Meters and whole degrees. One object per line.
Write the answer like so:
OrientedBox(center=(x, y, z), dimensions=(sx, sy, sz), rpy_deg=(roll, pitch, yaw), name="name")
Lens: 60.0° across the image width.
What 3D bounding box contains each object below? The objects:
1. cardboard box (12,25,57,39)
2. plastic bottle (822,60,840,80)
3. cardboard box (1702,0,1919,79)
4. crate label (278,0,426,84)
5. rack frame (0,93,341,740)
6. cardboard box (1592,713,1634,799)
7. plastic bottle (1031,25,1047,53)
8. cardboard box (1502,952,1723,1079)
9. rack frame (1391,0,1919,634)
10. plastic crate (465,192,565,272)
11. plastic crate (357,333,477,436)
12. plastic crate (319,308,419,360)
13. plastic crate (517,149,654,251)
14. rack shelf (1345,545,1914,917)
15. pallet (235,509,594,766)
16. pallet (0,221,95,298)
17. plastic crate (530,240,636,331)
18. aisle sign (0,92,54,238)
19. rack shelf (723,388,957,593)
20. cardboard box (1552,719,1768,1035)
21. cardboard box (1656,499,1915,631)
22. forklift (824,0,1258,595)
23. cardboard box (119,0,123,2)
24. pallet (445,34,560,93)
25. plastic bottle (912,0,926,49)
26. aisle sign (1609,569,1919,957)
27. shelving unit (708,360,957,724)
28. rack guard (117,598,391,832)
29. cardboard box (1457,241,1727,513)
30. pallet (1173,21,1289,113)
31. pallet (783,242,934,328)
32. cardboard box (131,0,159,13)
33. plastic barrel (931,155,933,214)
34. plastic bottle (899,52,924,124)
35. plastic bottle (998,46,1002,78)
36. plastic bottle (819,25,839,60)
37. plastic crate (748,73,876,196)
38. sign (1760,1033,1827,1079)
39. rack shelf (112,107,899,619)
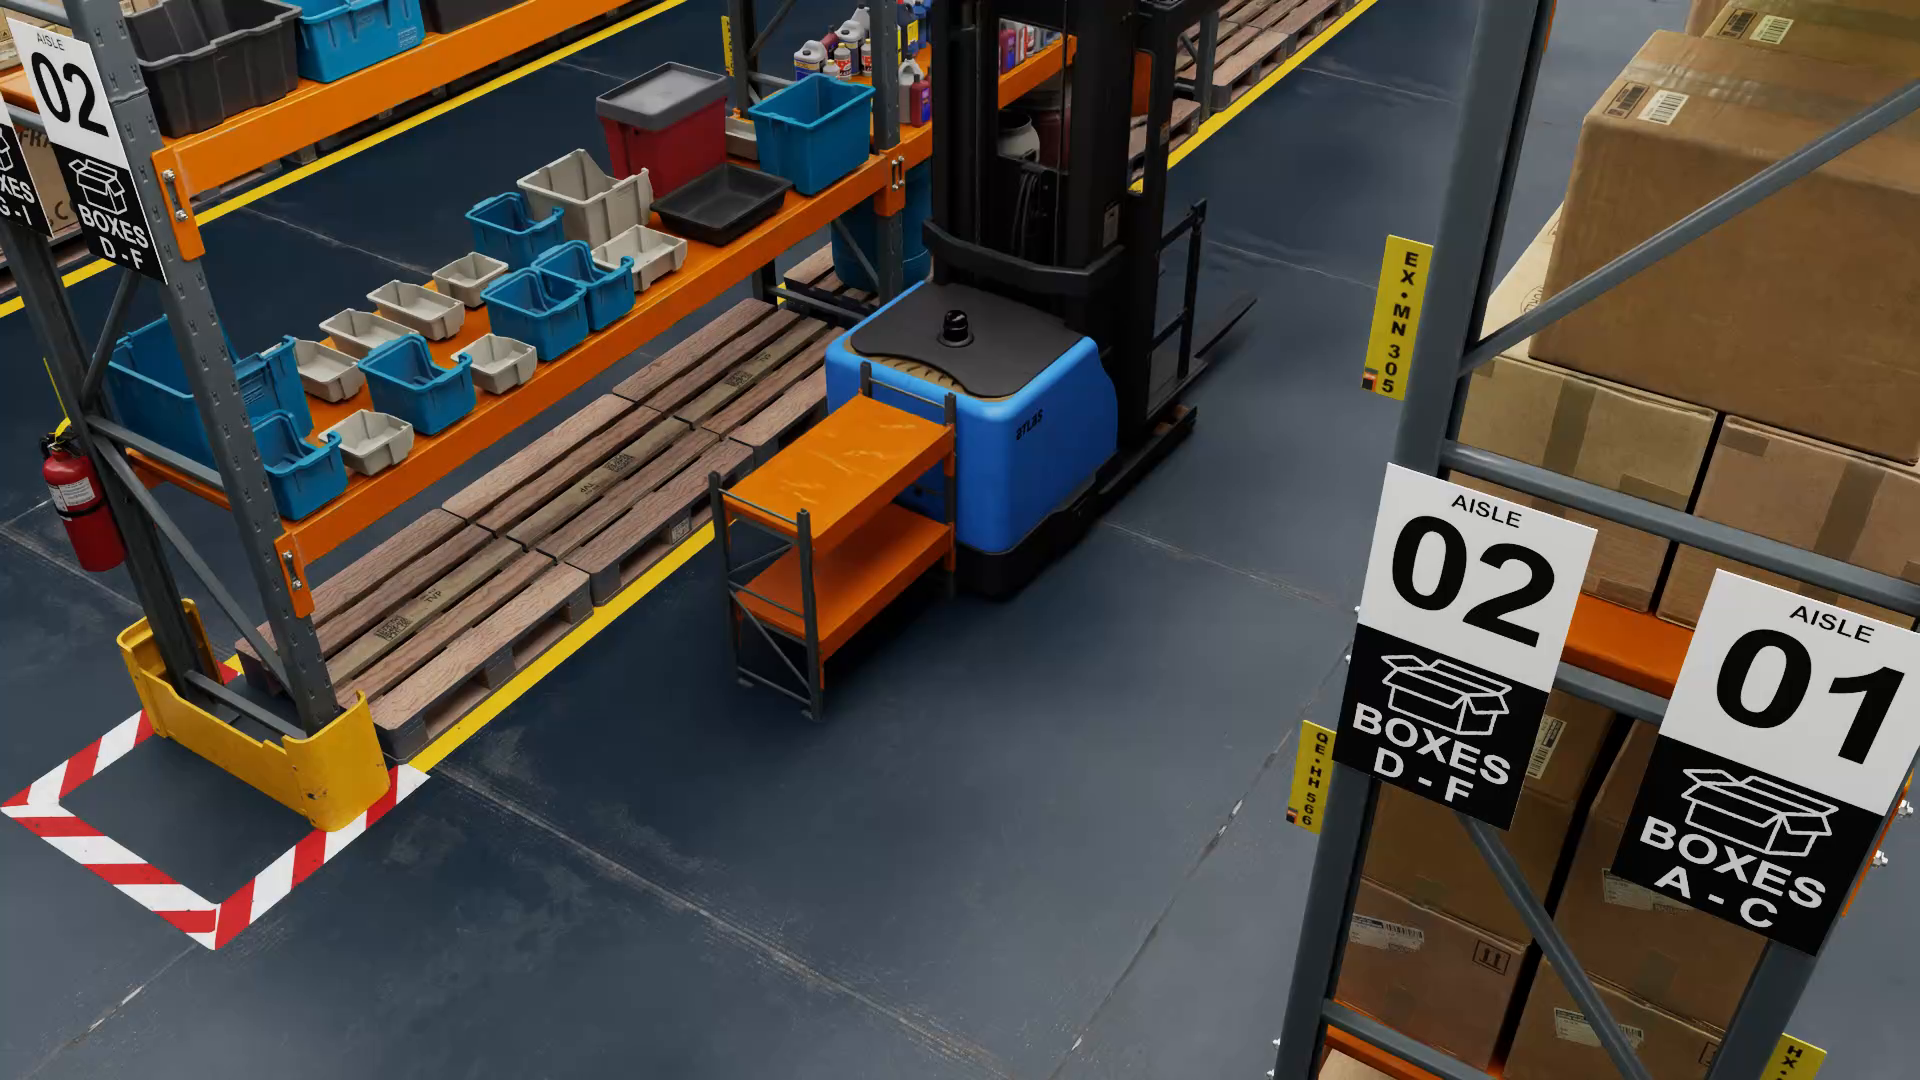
OrientedBox(center=(-5.523, -2.953, 9.768), dimensions=(0.380, 0.149, 0.250), rpy_deg=(20, 42, 24), name="cardboard box")
OrientedBox(center=(-0.712, -2.558, 9.214), dimensions=(0.097, 0.201, 0.097), rpy_deg=(0, 38, 0), name="plastic bottle")
OrientedBox(center=(1.872, -0.799, 3.411), dimensions=(0.700, 0.500, 0.500), rpy_deg=(21, 42, 25), name="cardboard box")
OrientedBox(center=(-2.142, -1.796, 5.727), dimensions=(0.408, 0.251, 0.502), rpy_deg=(21, 42, 25), name="crate label")
OrientedBox(center=(-2.909, -0.297, 6.118), dimensions=(1.000, 3.000, 0.127), rpy_deg=(21, 42, 25), name="rack frame")
OrientedBox(center=(1.548, 0.310, 4.430), dimensions=(0.500, 0.500, 0.500), rpy_deg=(22, 43, 26), name="cardboard box")
OrientedBox(center=(0.424, -3.021, 9.753), dimensions=(0.152, 0.276, 0.135), rpy_deg=(21, 42, 25), name="plastic bottle")
OrientedBox(center=(1.732, 1.143, 4.168), dimensions=(0.500, 0.500, 0.500), rpy_deg=(22, 43, 26), name="cardboard box")
OrientedBox(center=(1.272, -1.051, 2.182), dimensions=(1.000, 3.000, 0.127), rpy_deg=(21, 42, 25), name="rack frame")
OrientedBox(center=(-2.025, -1.397, 7.633), dimensions=(0.416, 0.233, 0.300), rpy_deg=(21, 42, 25), name="plastic crate")
OrientedBox(center=(-2.146, -0.613, 6.616), dimensions=(0.416, 0.233, 0.300), rpy_deg=(21, 42, 25), name="plastic crate")
OrientedBox(center=(-2.457, -0.840, 6.990), dimensions=(0.396, 0.136, 0.243), rpy_deg=(21, 42, 25), name="plastic crate")
OrientedBox(center=(-1.739, -1.609, 7.868), dimensions=(0.437, 0.282, 0.530), rpy_deg=(21, 42, 25), name="plastic crate")
OrientedBox(center=(2.343, -0.609, 4.655), dimensions=(1.077, 0.370, 4.000), rpy_deg=(21, 42, 25), name="rack shelf")
OrientedBox(center=(-2.434, 0.395, 7.504), dimensions=(1.003, 0.211, 1.213), rpy_deg=(21, 42, 25), name="pallet")
OrientedBox(center=(-6.074, -1.877, 10.451), dimensions=(1.003, 0.211, 1.213), rpy_deg=(21, 42, 25), name="pallet")
OrientedBox(center=(-1.632, -1.107, 7.257), dimensions=(0.416, 0.233, 0.300), rpy_deg=(21, 42, 25), name="plastic crate")
OrientedBox(center=(-3.195, -1.385, 5.400), dimensions=(0.394, 0.787, 0.004), rpy_deg=(21, 42, 25), name="aisle sign")
OrientedBox(center=(-0.516, -0.234, 7.093), dimensions=(0.538, 0.278, 1.000), rpy_deg=(23, 43, 26), name="rack shelf")
OrientedBox(center=(1.732, 0.747, 3.863), dimensions=(0.500, 0.500, 0.500), rpy_deg=(23, 43, 26), name="cardboard box")
OrientedBox(center=(1.762, 0.015, 3.379), dimensions=(0.500, 0.250, 0.500), rpy_deg=(21, 42, 25), name="cardboard box")
OrientedBox(center=(0.608, -1.767, 8.081), dimensions=(1.130, 2.935, 3.031), rpy_deg=(23, 43, 26), name="forklift")
OrientedBox(center=(-5.238, -3.456, 10.095), dimensions=(0.500, 0.250, 0.500), rpy_deg=(22, 43, 26), name="cardboard box")
OrientedBox(center=(-3.945, -3.929, 13.113), dimensions=(1.003, 0.211, 1.213), rpy_deg=(21, 42, 25), name="pallet")
OrientedBox(center=(-0.246, -3.034, 9.774), dimensions=(0.097, 0.271, 0.097), rpy_deg=(0, 38, 0), name="plastic bottle")
OrientedBox(center=(1.483, 0.427, 3.049), dimensions=(0.394, 0.787, 0.004), rpy_deg=(21, 42, 25), name="aisle sign")
OrientedBox(center=(-0.516, -0.002, 7.271), dimensions=(0.538, 1.125, 1.048), rpy_deg=(23, 43, 26), name="shelving unit")
OrientedBox(center=(-2.911, 0.710, 6.859), dimensions=(1.175, 0.500, 0.348), rpy_deg=(21, 42, 25), name="rack guard")
OrientedBox(center=(1.332, -0.349, 3.443), dimensions=(0.500, 0.250, 0.500), rpy_deg=(21, 42, 25), name="cardboard box")
OrientedBox(center=(1.825, -3.703, 12.821), dimensions=(1.003, 0.211, 1.213), rpy_deg=(21, 42, 25), name="pallet")
OrientedBox(center=(-0.317, -1.639, 10.142), dimensions=(1.003, 0.211, 1.213), rpy_deg=(21, 42, 25), name="pallet")
OrientedBox(center=(-5.110, -3.350, 10.284), dimensions=(0.380, 0.149, 0.250), rpy_deg=(20, 42, 24), name="cardboard box")
OrientedBox(center=(-0.081, -2.334, 10.135), dimensions=(0.600, 0.901, 0.708), rpy_deg=(21, 42, 25), name="plastic barrel")
OrientedBox(center=(-0.282, -2.436, 8.933), dimensions=(0.144, 0.351, 0.185), rpy_deg=(21, 42, 25), name="plastic bottle")
OrientedBox(center=(0.189, -2.734, 9.442), dimensions=(0.097, 0.201, 0.097), rpy_deg=(0, 38, 0), name="plastic bottle")
OrientedBox(center=(-0.742, -2.756, 9.403), dimensions=(0.061, 0.283, 0.133), rpy_deg=(21, 42, 25), name="plastic bottle")
OrientedBox(center=(-0.728, -2.024, 8.322), dimensions=(0.392, 0.384, 0.575), rpy_deg=(21, 42, 25), name="plastic crate")
OrientedBox(center=(1.730, 1.160, 3.519), dimensions=(0.100, 0.325, 0.005), rpy_deg=(21, 42, 25), name="sign")
OrientedBox(center=(-1.837, -1.043, 7.675), dimensions=(1.077, 0.370, 4.000), rpy_deg=(21, 42, 25), name="rack shelf")
